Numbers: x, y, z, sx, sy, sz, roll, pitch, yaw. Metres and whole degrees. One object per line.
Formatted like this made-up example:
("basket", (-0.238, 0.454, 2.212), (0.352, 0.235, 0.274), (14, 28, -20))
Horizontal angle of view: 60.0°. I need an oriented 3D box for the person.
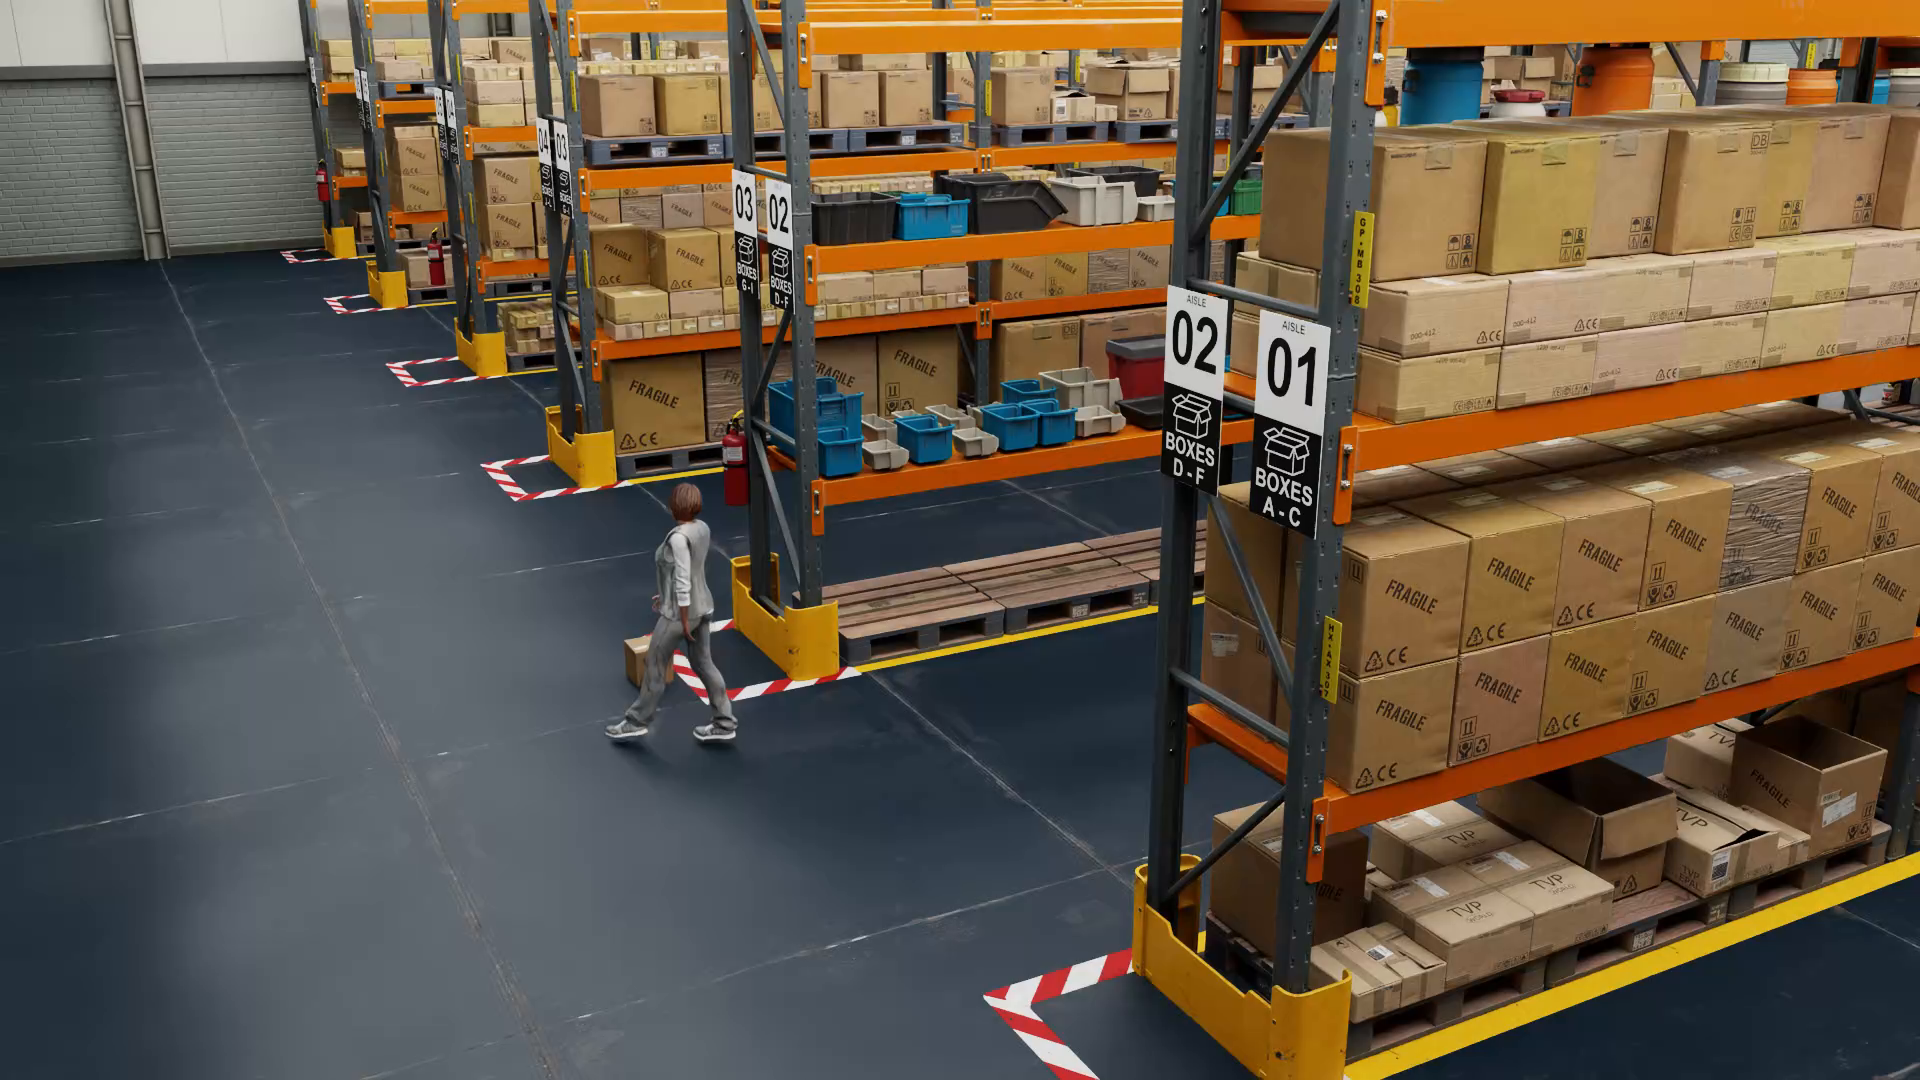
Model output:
("person", (-1.705, 0.429, 9.866), (0.793, 1.557, 0.481), (6, 20, 19))
